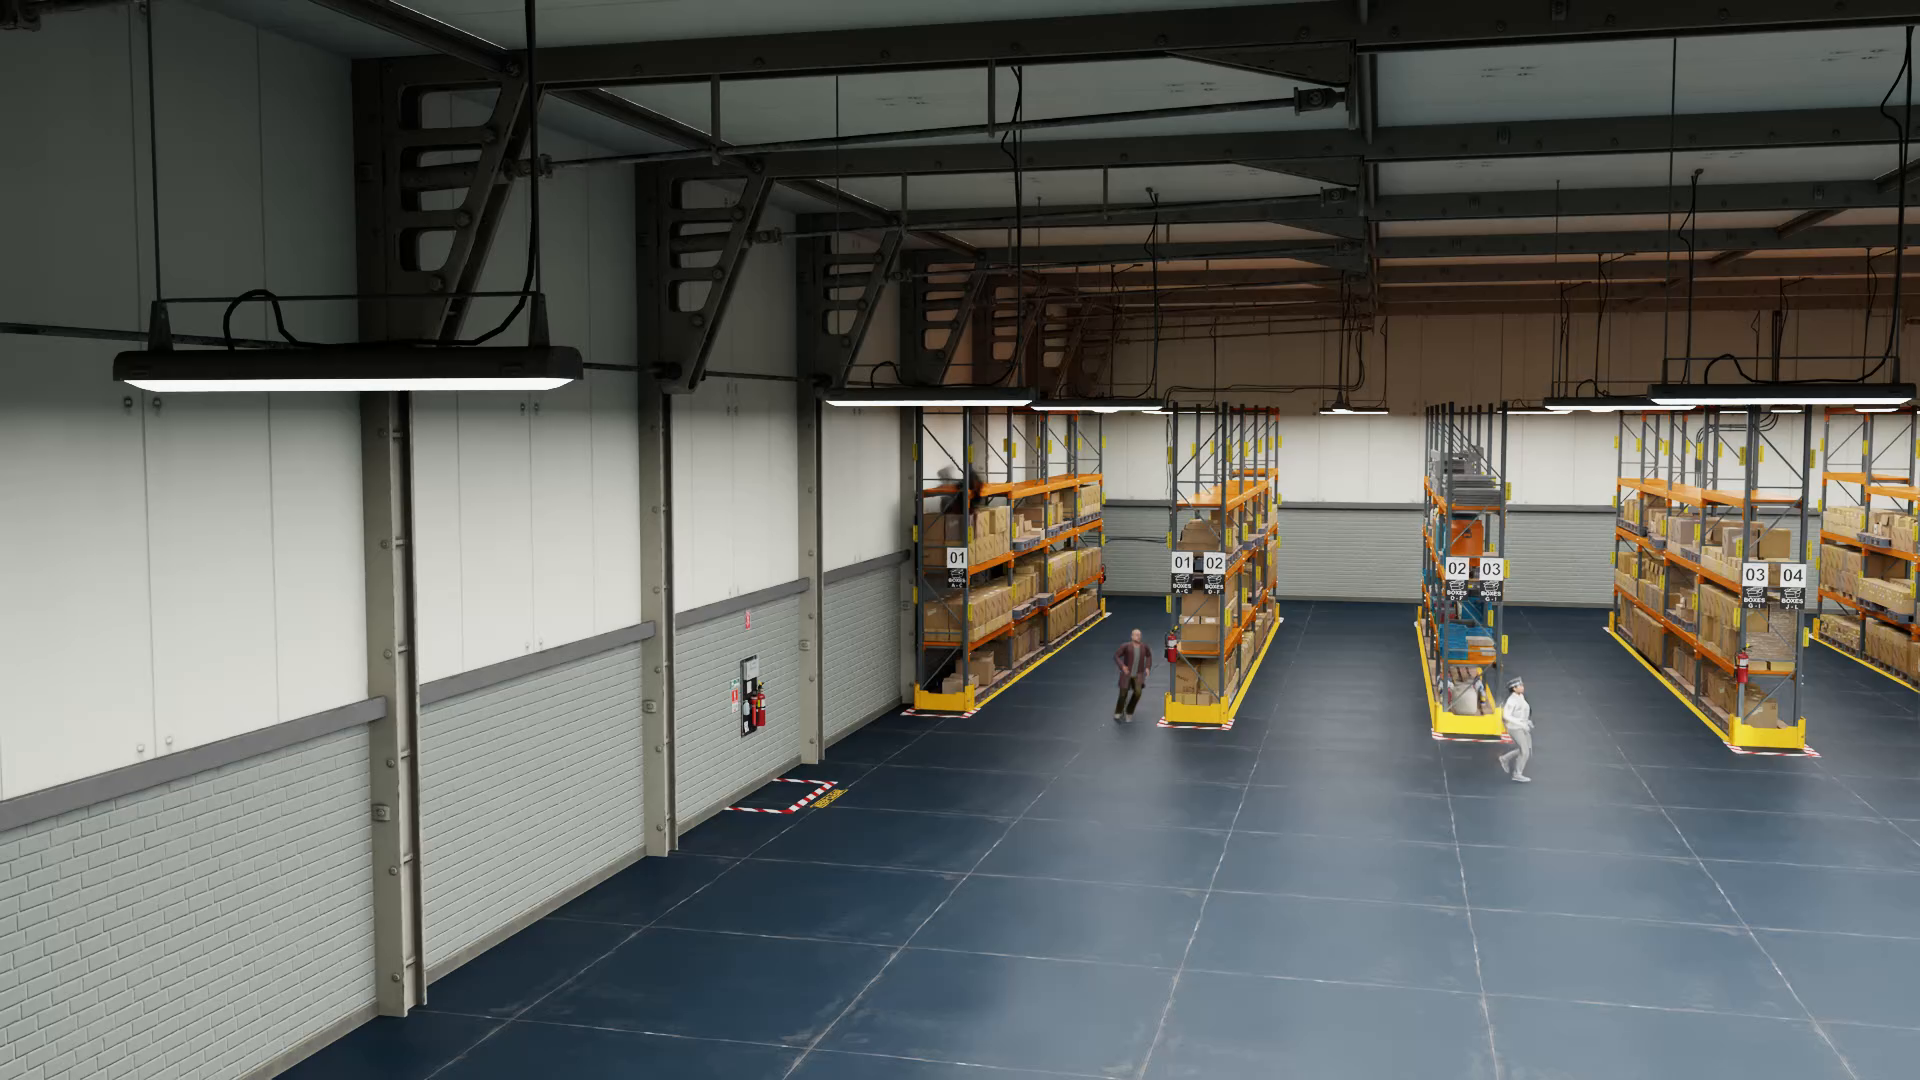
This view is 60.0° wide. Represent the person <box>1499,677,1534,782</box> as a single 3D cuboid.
[{"bbox_3d":[8.754,2.965,26.164,0.558,1.647,0.613,3,5,39],"label":"person"}]

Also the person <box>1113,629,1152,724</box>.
[{"bbox_3d":[3.254,2.558,31.232,0.775,1.767,0.691,0,4,-5],"label":"person"}]
